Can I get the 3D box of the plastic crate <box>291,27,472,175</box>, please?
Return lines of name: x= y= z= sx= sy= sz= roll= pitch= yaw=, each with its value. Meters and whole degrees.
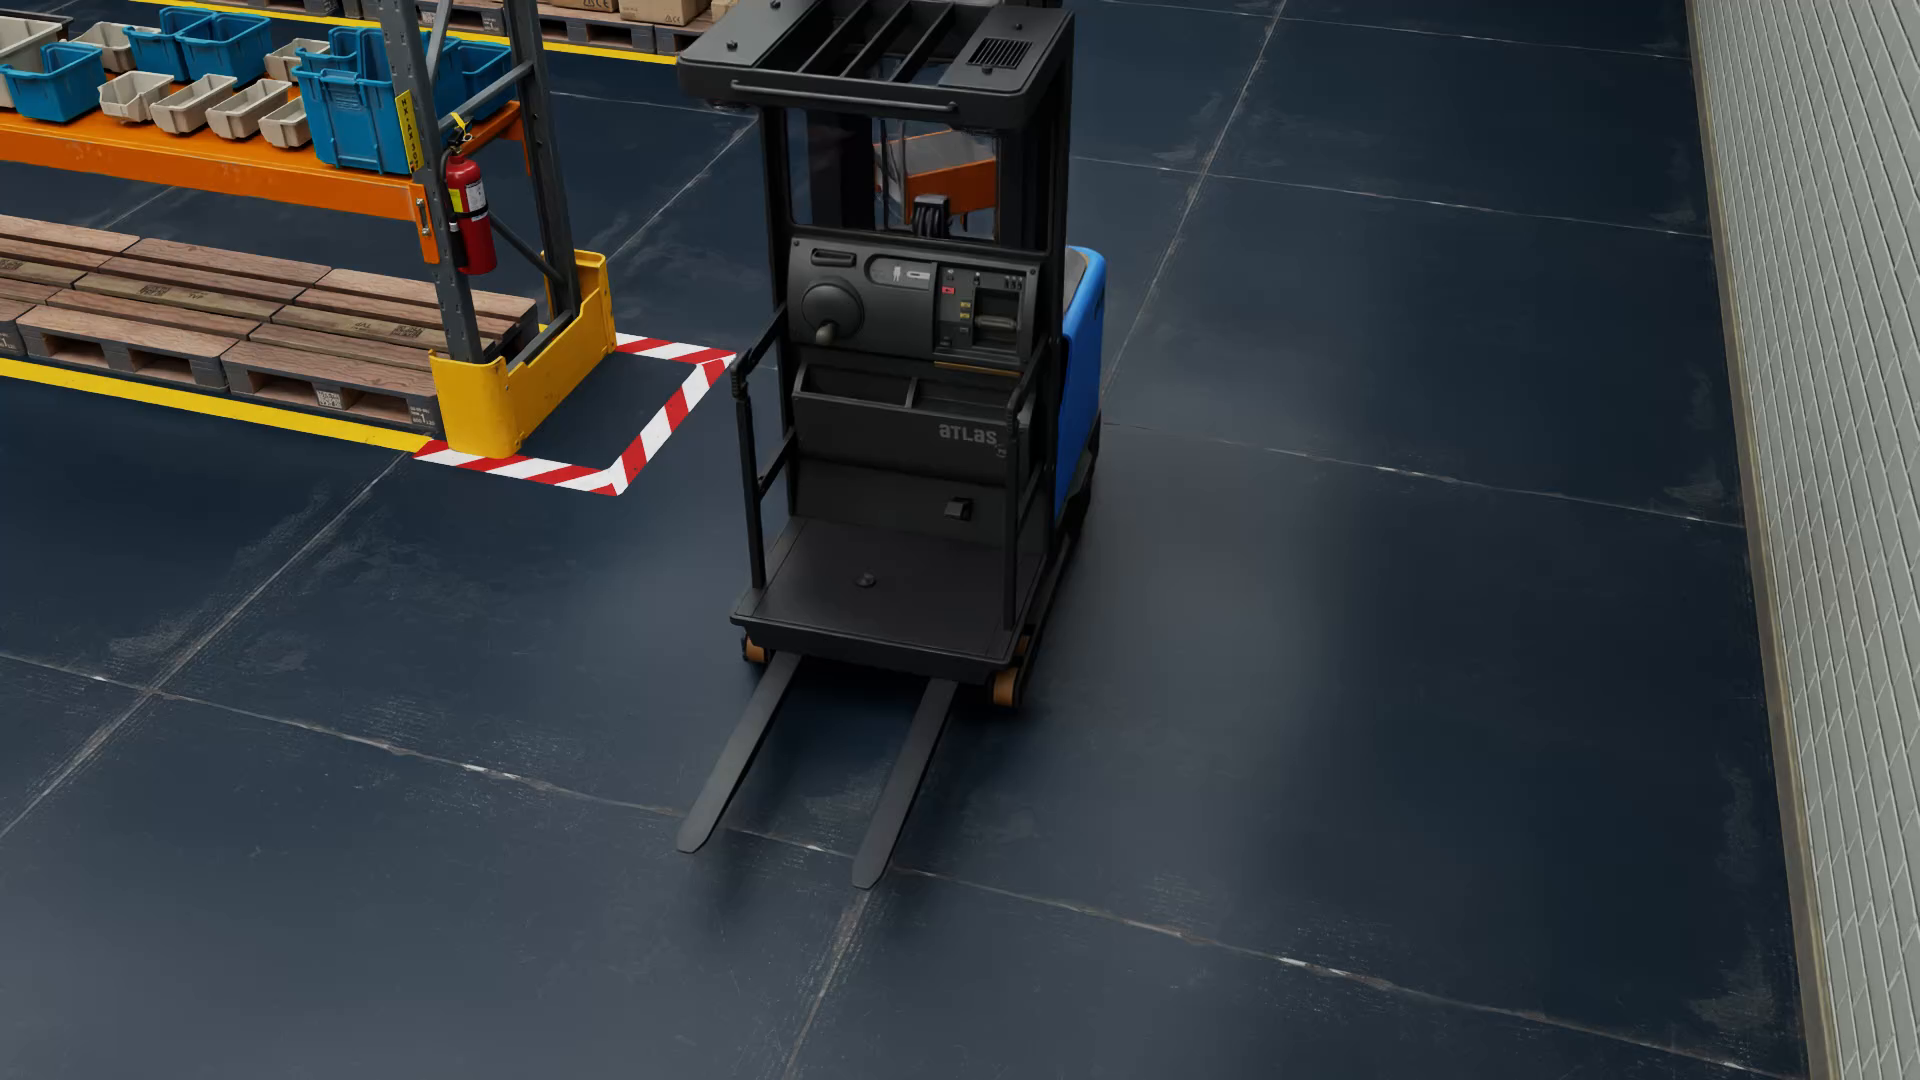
plastic crate: x=-2.499 y=-1.926 z=7.255 sx=0.499 sy=0.435 sz=0.616 roll=10 pitch=38 yaw=14

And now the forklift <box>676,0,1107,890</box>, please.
forklift: x=-0.228 y=-0.795 z=5.858 sx=1.130 sy=2.935 sz=3.031 roll=9 pitch=37 yaw=12

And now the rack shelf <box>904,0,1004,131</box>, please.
rack shelf: x=-0.112 y=-2.138 z=7.225 sx=0.480 sy=0.518 sz=0.431 roll=-17 pitch=39 yaw=-21

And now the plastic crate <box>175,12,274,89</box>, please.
plastic crate: x=-3.518 y=-2.353 z=8.007 sx=0.300 sy=0.233 sz=0.416 roll=10 pitch=38 yaw=14

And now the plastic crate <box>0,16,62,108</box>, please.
plastic crate: x=-4.539 y=-2.243 z=7.816 sx=0.530 sy=0.282 sz=0.437 roll=10 pitch=38 yaw=14

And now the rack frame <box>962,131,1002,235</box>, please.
rack frame: x=0.106 y=-1.650 z=7.720 sx=0.015 sy=2.100 sz=0.400 roll=-17 pitch=39 yaw=-21

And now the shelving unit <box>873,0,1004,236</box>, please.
shelving unit: x=-0.111 y=-1.585 z=7.632 sx=0.503 sy=2.100 sz=0.431 roll=-17 pitch=39 yaw=-21

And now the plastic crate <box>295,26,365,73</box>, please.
plastic crate: x=-2.890 y=-2.237 z=7.849 sx=0.300 sy=0.233 sz=0.416 roll=10 pitch=38 yaw=14

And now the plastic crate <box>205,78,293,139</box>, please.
plastic crate: x=-3.229 y=-1.953 z=7.544 sx=0.243 sy=0.136 sz=0.396 roll=10 pitch=38 yaw=14

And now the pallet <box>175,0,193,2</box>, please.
pallet: x=-6.417 y=-4.656 z=13.399 sx=1.213 sy=0.211 sz=1.003 roll=10 pitch=38 yaw=14

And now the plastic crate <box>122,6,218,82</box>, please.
plastic crate: x=-3.805 y=-2.406 z=8.079 sx=0.300 sy=0.233 sz=0.416 roll=10 pitch=38 yaw=14

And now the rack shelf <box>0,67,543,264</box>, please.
rack shelf: x=-4.033 y=-1.997 z=8.040 sx=4.000 sy=0.370 sz=1.077 roll=10 pitch=38 yaw=14

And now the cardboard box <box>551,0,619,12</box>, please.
cardboard box: x=-2.667 y=-4.285 z=12.277 sx=0.637 sy=0.503 sz=0.797 roll=10 pitch=38 yaw=14

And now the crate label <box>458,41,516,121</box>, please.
crate label: x=-2.261 y=-2.120 z=7.691 sx=0.303 sy=0.233 sz=0.416 roll=10 pitch=38 yaw=14

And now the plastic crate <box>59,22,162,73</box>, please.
plastic crate: x=-4.190 y=-2.421 z=8.181 sx=0.466 sy=0.136 sz=0.293 roll=10 pitch=38 yaw=14

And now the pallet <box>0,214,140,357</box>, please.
pallet: x=-5.229 y=-1.410 z=8.987 sx=1.213 sy=0.211 sz=1.003 roll=10 pitch=38 yaw=14

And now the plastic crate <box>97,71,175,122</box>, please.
plastic crate: x=-3.790 y=-2.030 z=7.649 sx=0.250 sy=0.136 sz=0.298 roll=10 pitch=38 yaw=14

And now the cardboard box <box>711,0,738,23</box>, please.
cardboard box: x=-1.596 y=-3.851 z=11.971 sx=0.250 sy=0.166 sz=0.380 roll=10 pitch=38 yaw=14

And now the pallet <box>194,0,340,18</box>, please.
pallet: x=-5.249 y=-4.442 z=13.107 sx=1.213 sy=0.211 sz=1.003 roll=10 pitch=38 yaw=14

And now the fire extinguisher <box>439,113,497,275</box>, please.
fire extinguisher: x=-2.116 y=-1.469 z=7.095 sx=0.183 sy=0.674 sz=0.296 roll=10 pitch=38 yaw=14

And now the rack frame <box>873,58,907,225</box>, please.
rack frame: x=-0.329 y=-1.520 z=7.543 sx=0.015 sy=2.100 sz=0.400 roll=-17 pitch=39 yaw=-21

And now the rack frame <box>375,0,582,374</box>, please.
rack frame: x=-2.124 y=-1.934 z=7.347 sx=0.127 sy=3.000 sz=1.000 roll=10 pitch=38 yaw=14

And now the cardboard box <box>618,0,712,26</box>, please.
cardboard box: x=-2.134 y=-3.947 z=12.031 sx=0.500 sy=0.250 sz=0.500 roll=10 pitch=38 yaw=14

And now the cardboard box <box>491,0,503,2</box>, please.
cardboard box: x=-3.297 y=-4.135 z=12.357 sx=0.250 sy=0.166 sz=0.380 roll=10 pitch=38 yaw=14

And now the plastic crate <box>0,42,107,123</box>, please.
plastic crate: x=-4.161 y=-2.108 z=7.675 sx=0.300 sy=0.233 sz=0.416 roll=10 pitch=38 yaw=14

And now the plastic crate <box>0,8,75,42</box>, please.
plastic crate: x=-4.794 y=-2.508 z=8.309 sx=0.590 sy=0.125 sz=0.437 roll=10 pitch=38 yaw=14

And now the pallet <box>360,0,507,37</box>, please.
pallet: x=-3.806 y=-4.198 z=12.775 sx=1.213 sy=0.211 sz=1.003 roll=10 pitch=38 yaw=14

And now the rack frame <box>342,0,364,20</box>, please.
rack frame: x=-4.461 y=-5.443 z=12.114 sx=0.127 sy=3.000 sz=1.000 roll=10 pitch=38 yaw=14

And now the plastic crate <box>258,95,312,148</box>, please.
plastic crate: x=-2.956 y=-1.893 z=7.464 sx=0.243 sy=0.136 sz=0.396 roll=10 pitch=38 yaw=14

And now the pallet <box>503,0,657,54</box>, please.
pallet: x=-2.638 y=-3.983 z=12.484 sx=1.213 sy=0.211 sz=1.003 roll=10 pitch=38 yaw=14

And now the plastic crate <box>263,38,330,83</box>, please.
plastic crate: x=-3.190 y=-2.305 z=8.023 sx=0.298 sy=0.136 sz=0.250 roll=10 pitch=38 yaw=14

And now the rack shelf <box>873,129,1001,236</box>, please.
rack shelf: x=-0.111 y=-1.574 z=7.640 sx=0.480 sy=0.518 sz=0.431 roll=-17 pitch=39 yaw=-21

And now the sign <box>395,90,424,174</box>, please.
sign: x=-2.273 y=-1.685 z=6.872 sx=0.005 sy=0.325 sz=0.100 roll=10 pitch=38 yaw=14

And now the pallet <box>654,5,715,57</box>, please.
pallet: x=-1.477 y=-3.766 z=12.189 sx=1.213 sy=0.211 sz=1.003 roll=10 pitch=38 yaw=14

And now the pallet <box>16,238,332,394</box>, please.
pallet: x=-4.060 y=-1.195 z=8.696 sx=1.213 sy=0.211 sz=1.003 roll=10 pitch=38 yaw=14

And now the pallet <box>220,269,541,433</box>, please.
pallet: x=-2.900 y=-0.978 z=8.401 sx=1.213 sy=0.211 sz=1.003 roll=10 pitch=38 yaw=14

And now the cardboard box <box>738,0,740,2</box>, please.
cardboard box: x=-1.236 y=-3.863 z=11.705 sx=0.500 sy=0.500 sz=0.500 roll=10 pitch=38 yaw=14

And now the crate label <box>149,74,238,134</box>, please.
crate label: x=-3.502 y=-1.988 z=7.593 sx=0.243 sy=0.136 sz=0.396 roll=10 pitch=38 yaw=14

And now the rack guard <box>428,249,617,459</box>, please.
rack guard: x=-2.097 y=-0.930 z=8.092 sx=0.348 sy=0.500 sz=1.175 roll=10 pitch=38 yaw=14
